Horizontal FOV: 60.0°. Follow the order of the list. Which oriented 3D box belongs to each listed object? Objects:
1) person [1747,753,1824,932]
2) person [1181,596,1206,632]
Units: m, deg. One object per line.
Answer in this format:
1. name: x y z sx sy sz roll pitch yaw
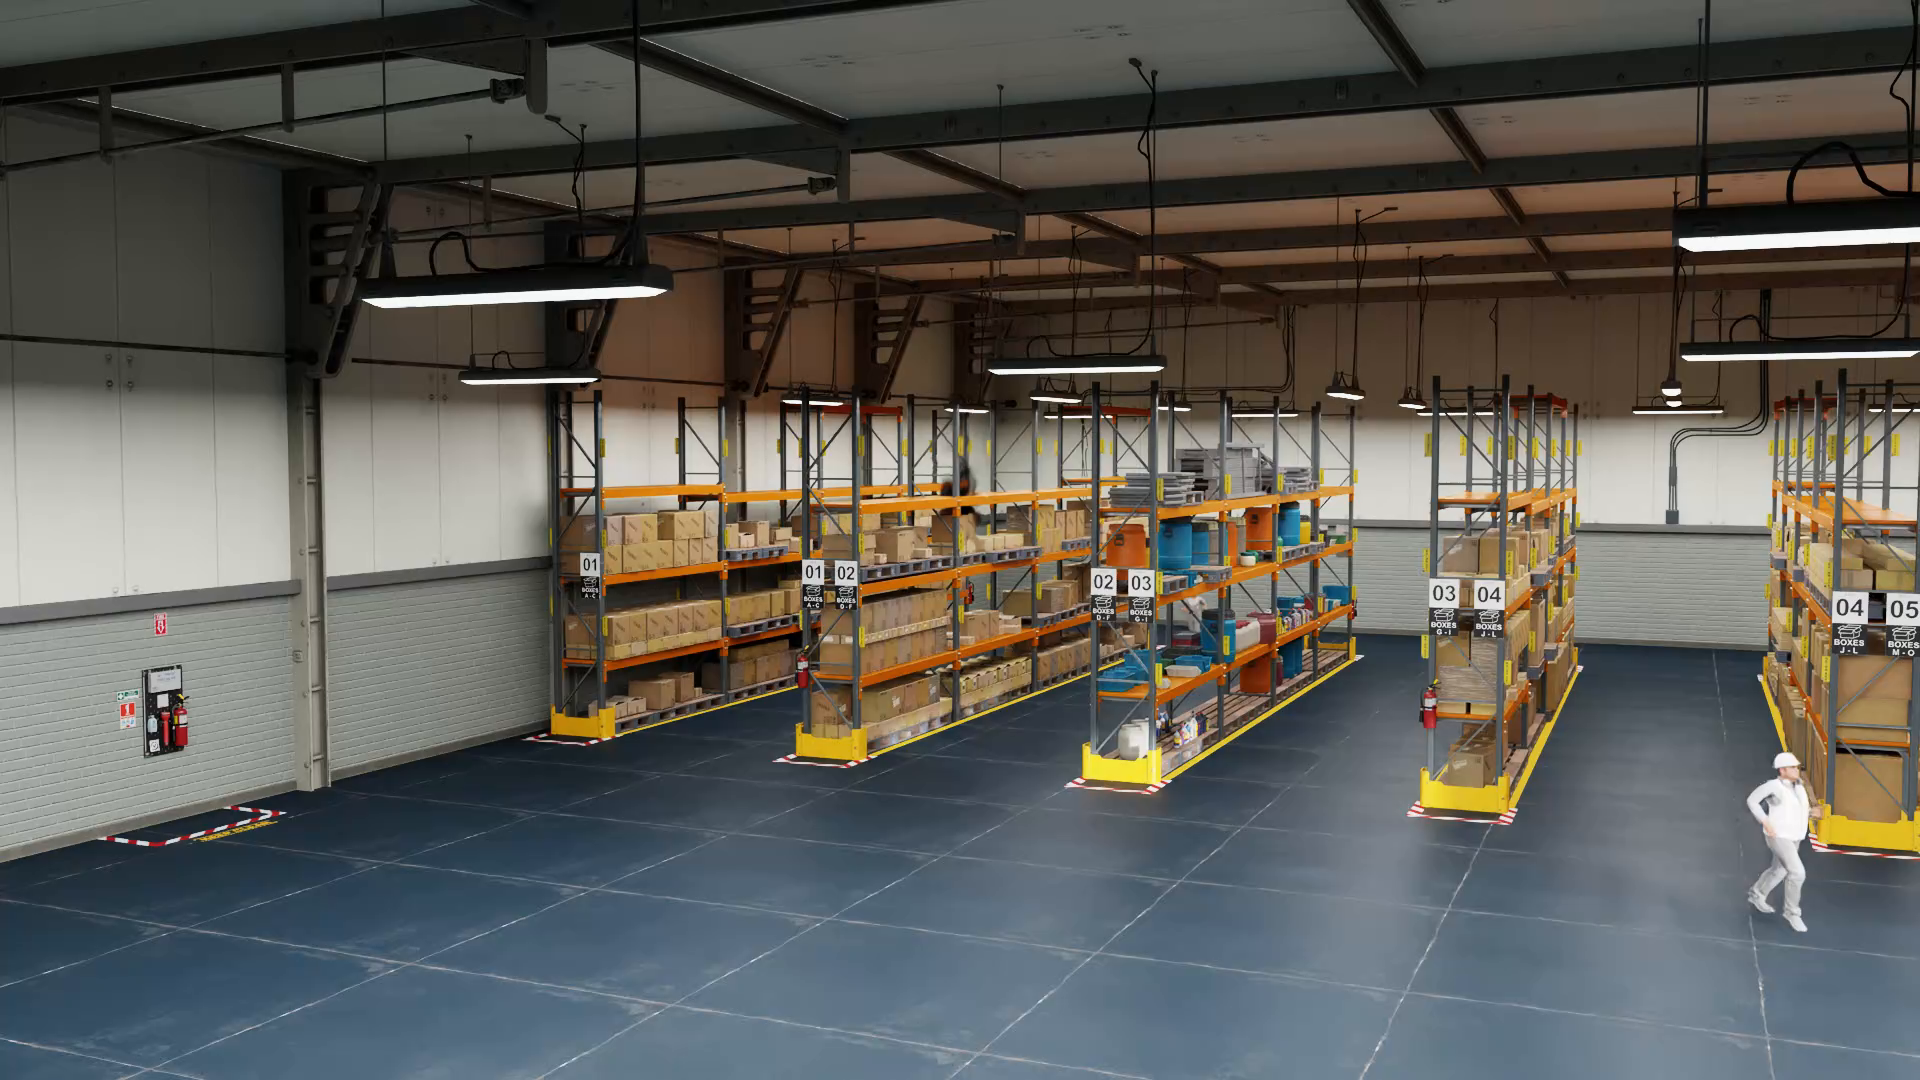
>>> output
1. person: 8.679 3.153 17.524 0.641 1.837 0.794 -2 4 -33
2. person: 5.619 1.946 39.969 0.586 1.680 0.959 1 3 17
